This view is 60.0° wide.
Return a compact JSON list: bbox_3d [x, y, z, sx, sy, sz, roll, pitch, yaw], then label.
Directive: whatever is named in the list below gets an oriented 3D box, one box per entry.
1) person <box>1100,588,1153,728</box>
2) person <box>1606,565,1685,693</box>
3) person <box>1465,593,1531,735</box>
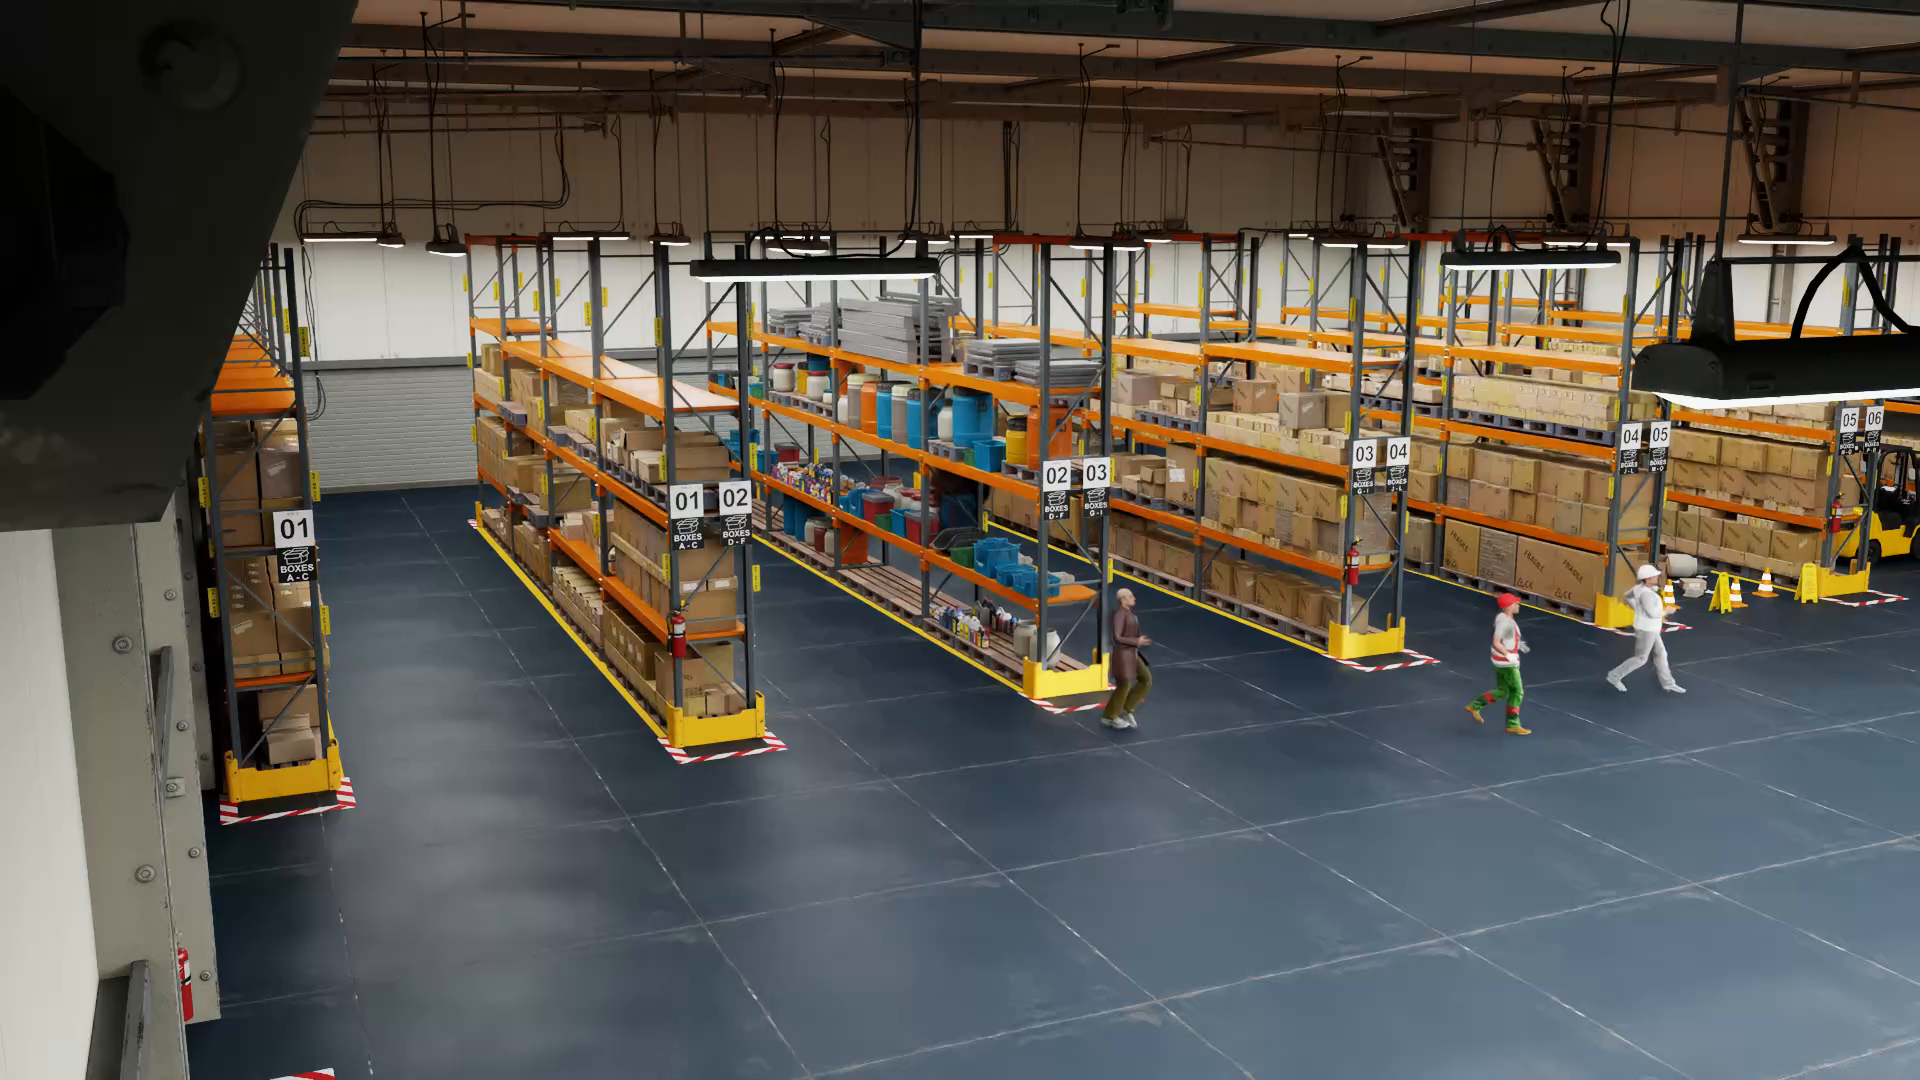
[{"bbox_3d":[2.116,1.486,20.848,0.658,1.784,0.720,4,12,20],"label":"person"},{"bbox_3d":[9.237,1.187,22.253,1.025,1.744,0.665,3,11,17],"label":"person"},{"bbox_3d":[6.712,1.526,20.600,0.802,1.777,0.663,2,11,11],"label":"person"}]
